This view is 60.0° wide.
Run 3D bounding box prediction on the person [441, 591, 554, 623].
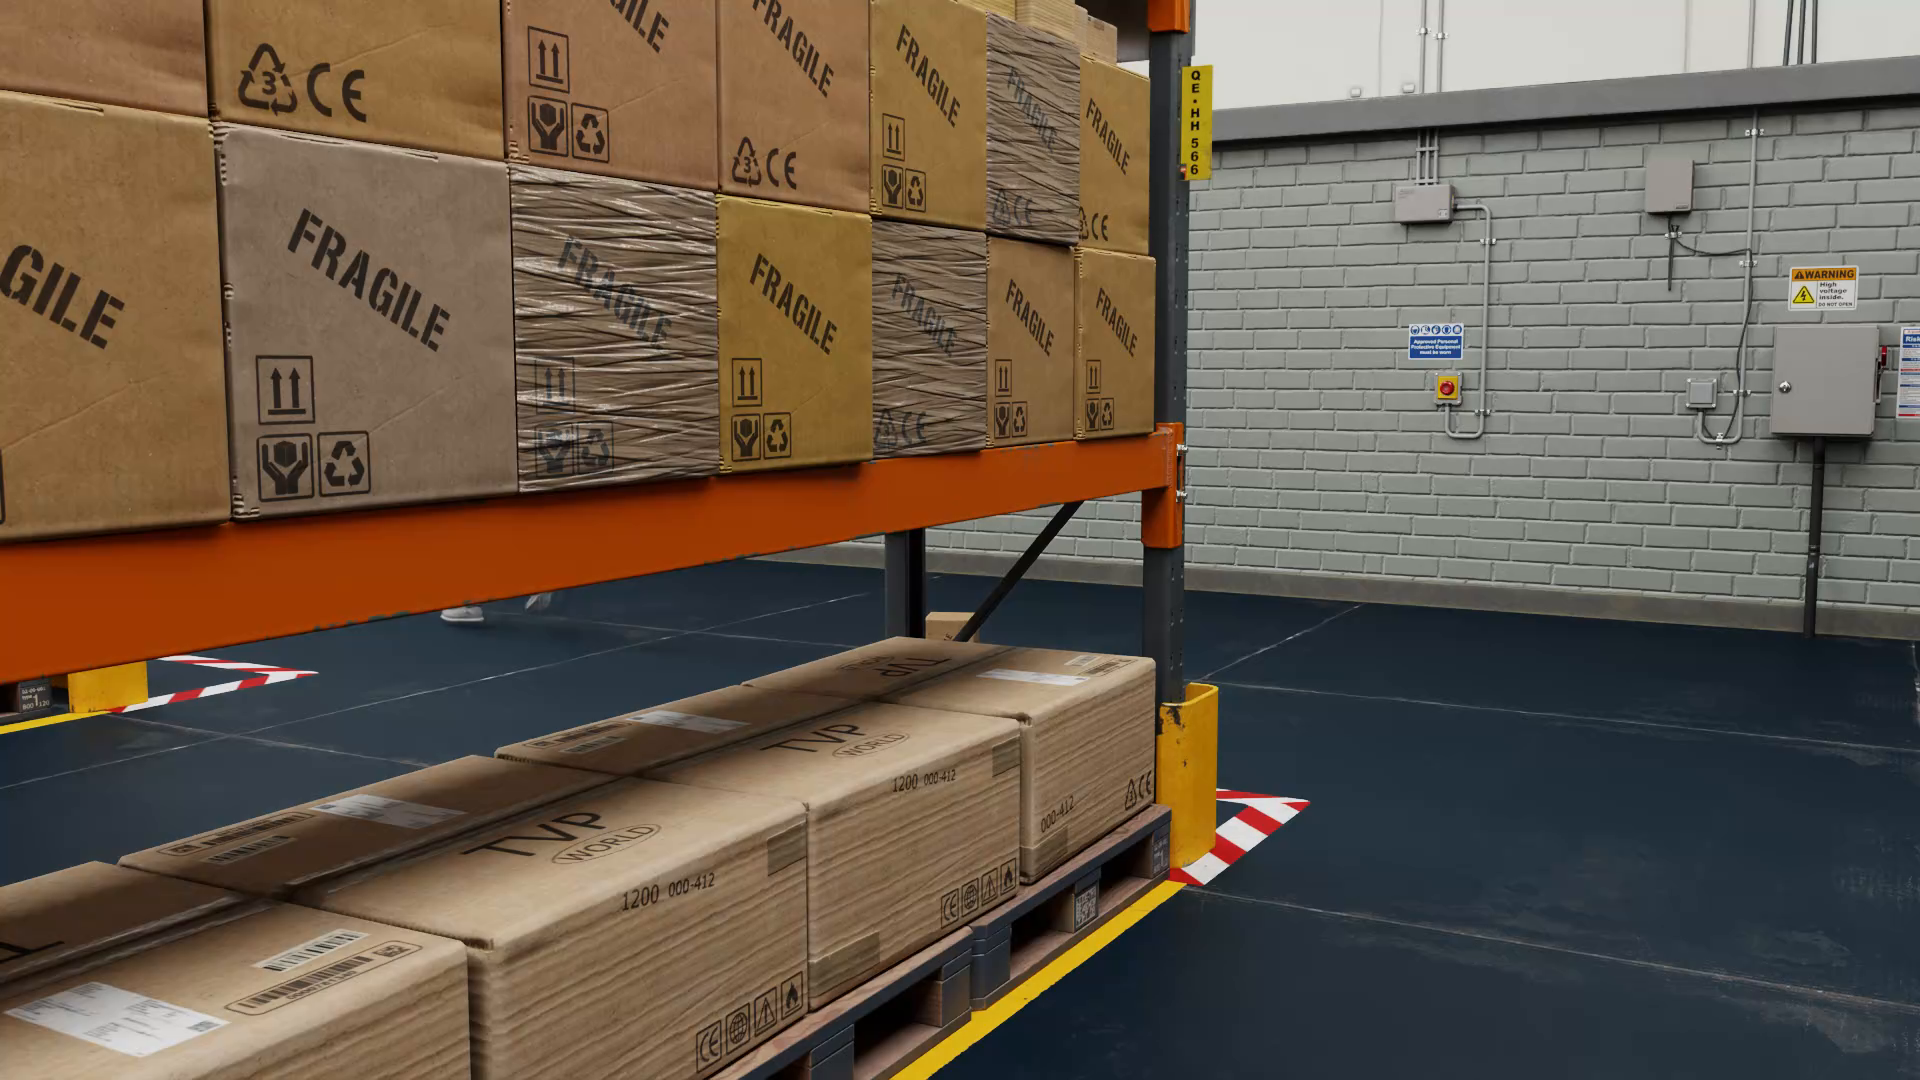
[{"bbox_3d":[-2.635,-0.348,9.405,0.762,1.663,0.493,4,7,31],"label":"person"}]
